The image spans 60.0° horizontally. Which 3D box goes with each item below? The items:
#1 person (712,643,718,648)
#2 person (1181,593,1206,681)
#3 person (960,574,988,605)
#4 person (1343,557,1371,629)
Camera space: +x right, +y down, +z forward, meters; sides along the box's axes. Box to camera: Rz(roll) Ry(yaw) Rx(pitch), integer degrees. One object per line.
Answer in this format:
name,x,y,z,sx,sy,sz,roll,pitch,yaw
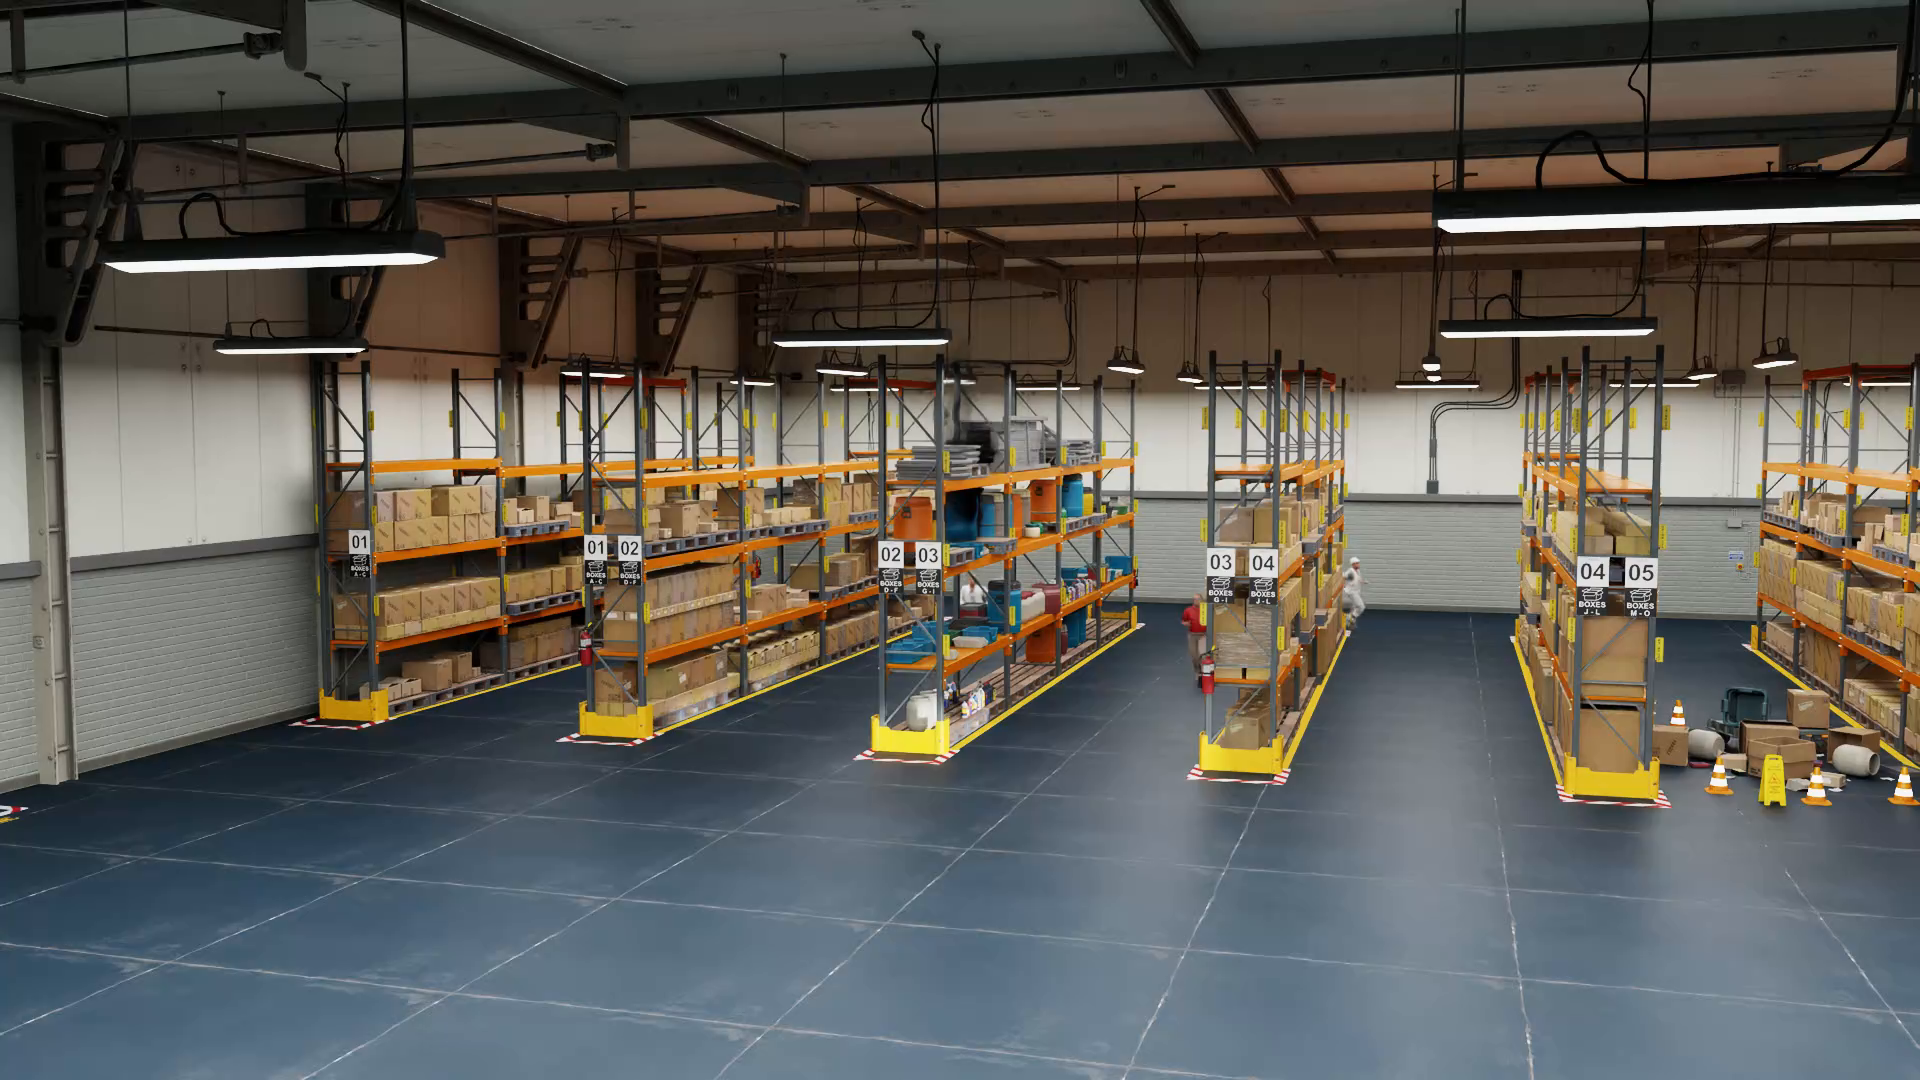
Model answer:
person,-5.210,1.661,34.909,0.575,1.645,0.938,1,4,12
person,4.508,1.908,31.508,0.640,1.800,0.795,1,4,19
person,0.273,1.596,35.376,0.672,1.771,0.838,1,4,9
person,9.433,1.284,39.691,0.613,1.741,0.801,3,5,34
